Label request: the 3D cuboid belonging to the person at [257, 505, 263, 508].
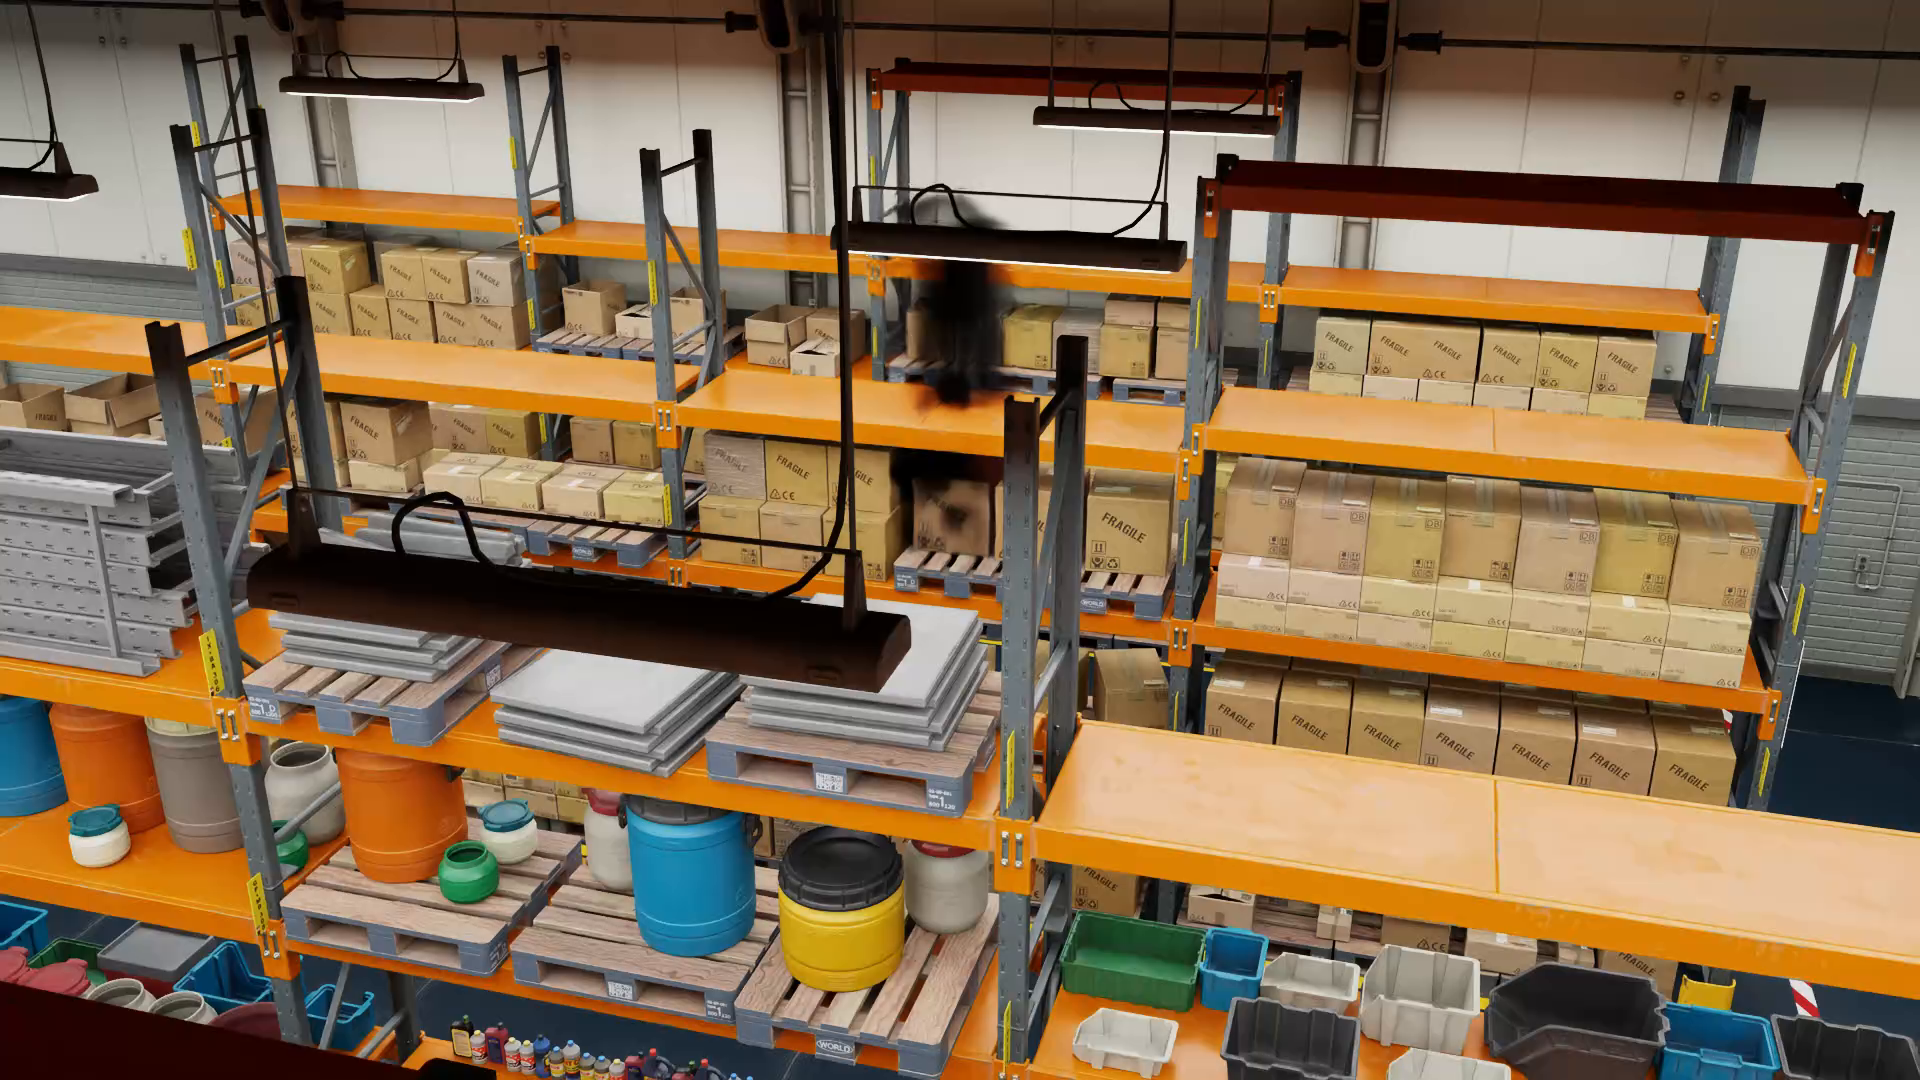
[{"bbox_3d":[-7.378,0.222,18.005,0.856,1.738,0.684,-4,23,-9],"label":"person"}]
